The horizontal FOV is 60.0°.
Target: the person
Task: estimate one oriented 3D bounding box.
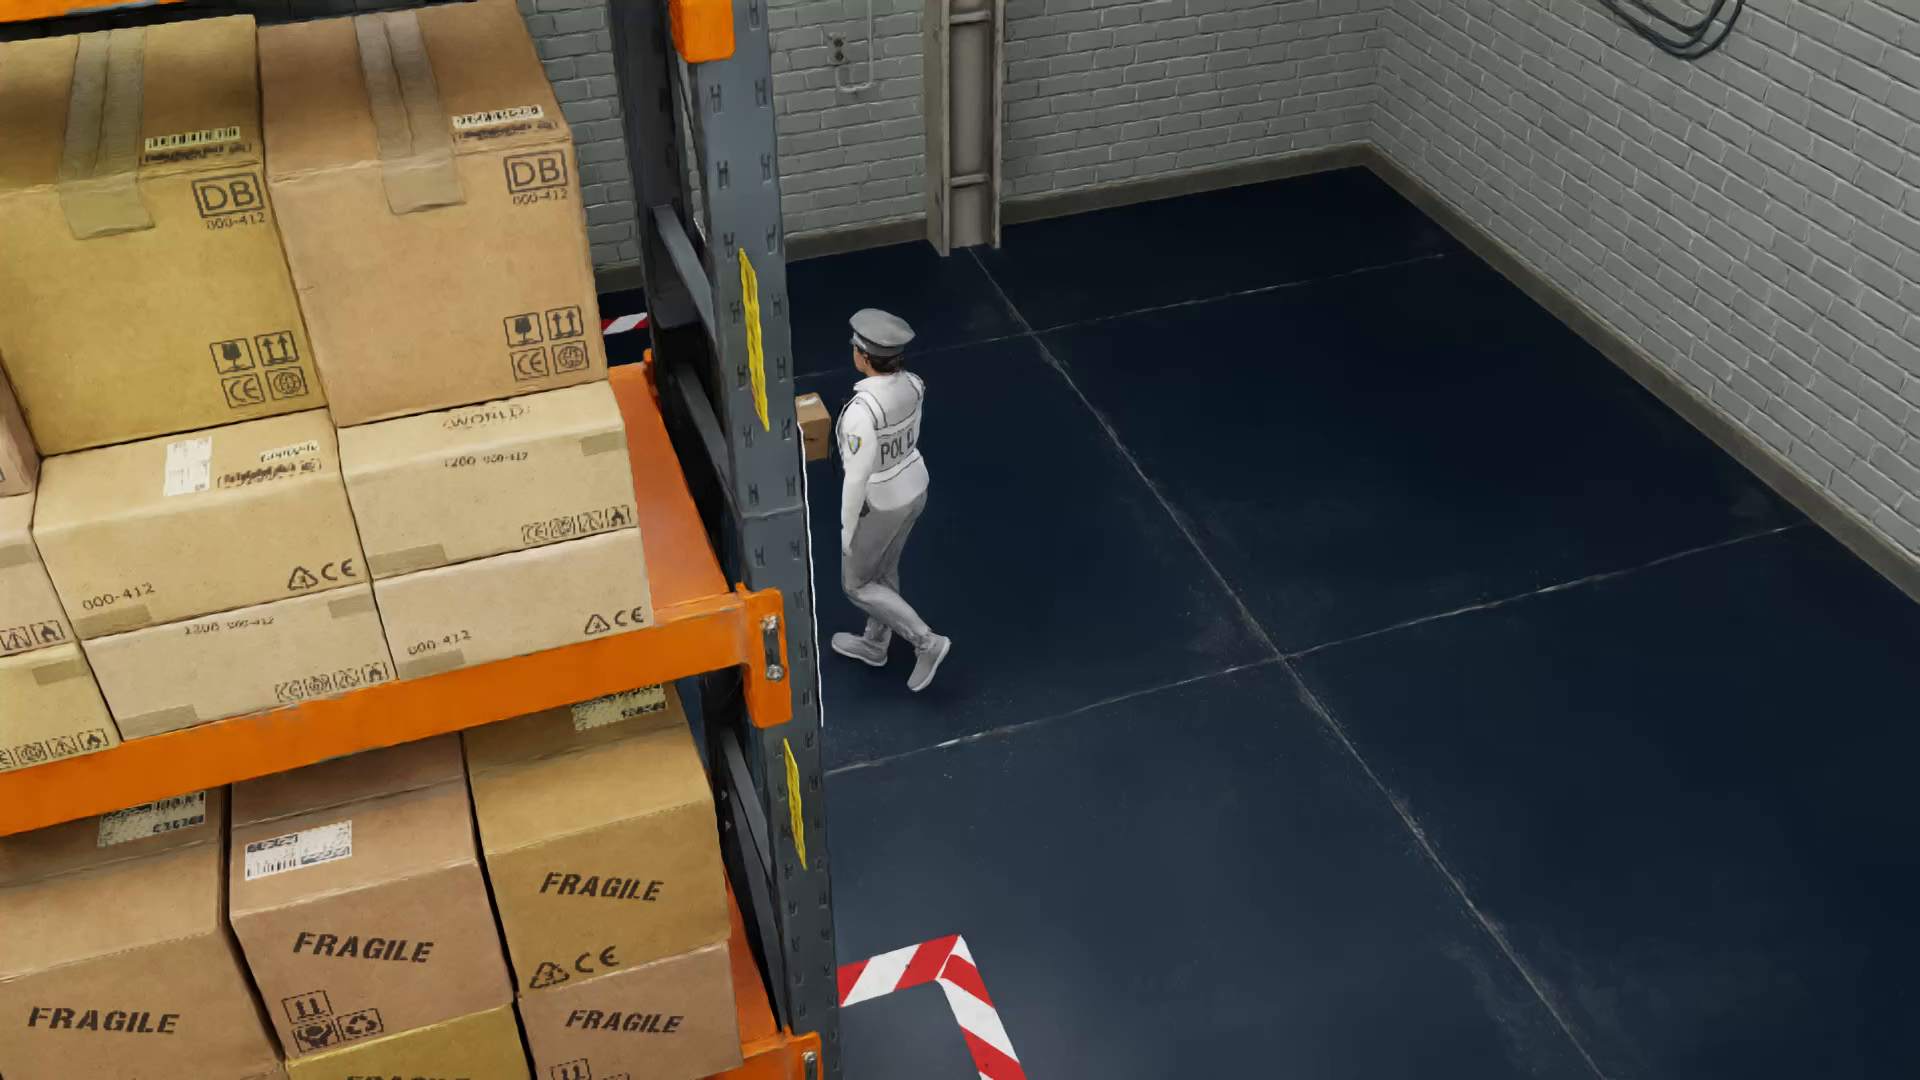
[{"bbox_3d":[-0.253,-0.132,6.928,0.631,1.639,0.513,22,43,26],"label":"person"}]
